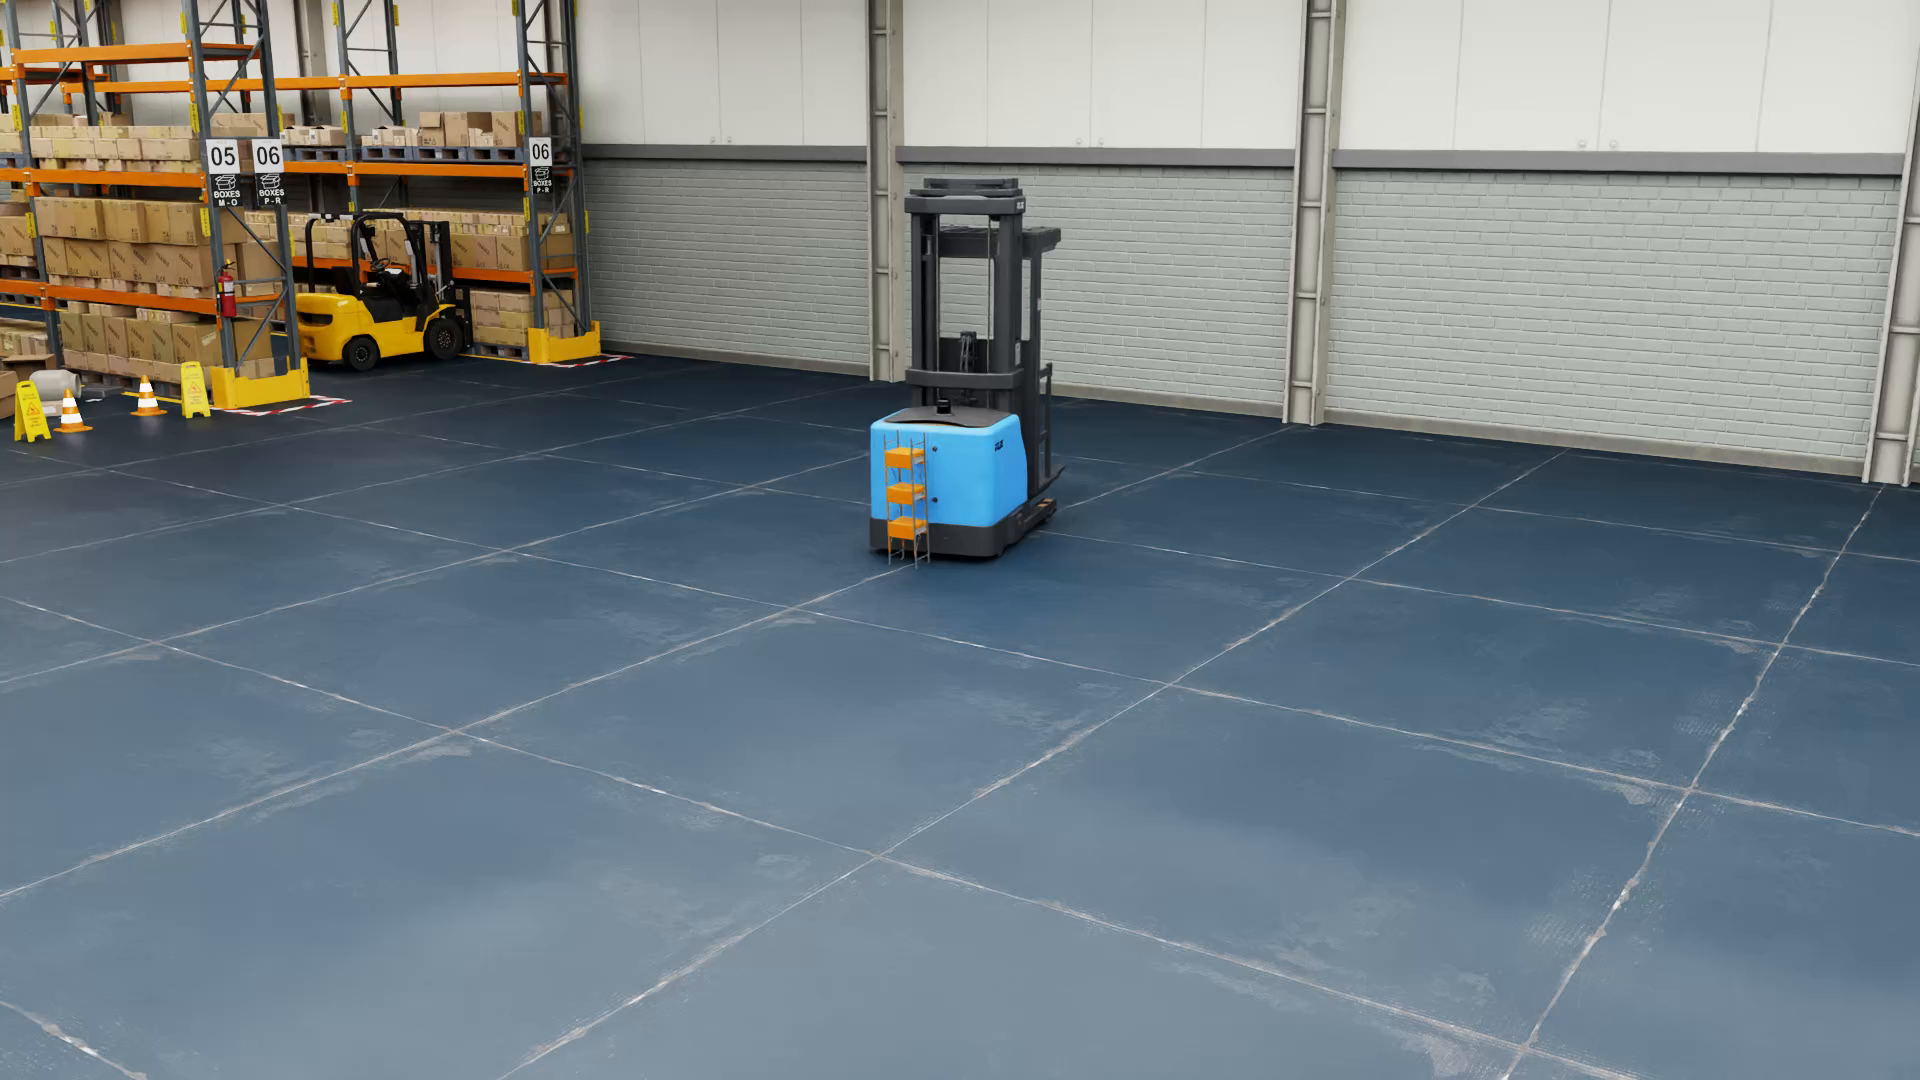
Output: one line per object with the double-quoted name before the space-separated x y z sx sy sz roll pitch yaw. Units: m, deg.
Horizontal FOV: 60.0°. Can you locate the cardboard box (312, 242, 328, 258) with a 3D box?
"cardboard box" -10.189 -4.708 26.914 0.500 0.250 0.500 9 17 32

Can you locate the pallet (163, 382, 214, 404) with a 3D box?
"pallet" -9.370 -1.946 21.243 1.213 0.211 1.003 9 17 33

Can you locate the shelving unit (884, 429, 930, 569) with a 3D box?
"shelving unit" -0.410 -0.315 12.888 0.252 1.050 0.215 8 19 31

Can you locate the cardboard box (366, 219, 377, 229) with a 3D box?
"cardboard box" -9.086 -4.968 26.091 0.250 0.149 0.380 9 16 32

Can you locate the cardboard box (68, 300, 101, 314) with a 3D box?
"cardboard box" -11.562 -3.096 22.024 0.250 0.149 0.380 9 17 34

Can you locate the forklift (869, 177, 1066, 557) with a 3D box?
"forklift" 0.216 -1.601 14.191 1.130 2.935 3.031 4 15 17

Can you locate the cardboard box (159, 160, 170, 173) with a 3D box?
"cardboard box" -9.531 -4.568 20.316 0.250 0.149 0.380 10 17 34

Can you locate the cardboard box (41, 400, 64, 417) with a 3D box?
"cardboard box" -10.867 -1.562 19.823 0.380 0.149 0.250 -7 15 -25

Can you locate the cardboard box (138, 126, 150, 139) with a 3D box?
"cardboard box" -9.893 -5.032 20.529 0.250 0.149 0.380 9 17 33

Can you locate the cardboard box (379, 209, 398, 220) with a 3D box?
"cardboard box" -8.828 -5.092 25.973 0.250 0.149 0.380 9 17 34

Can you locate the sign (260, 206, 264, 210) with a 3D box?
"sign" -12.216 -5.909 29.042 0.005 0.325 0.100 9 17 33

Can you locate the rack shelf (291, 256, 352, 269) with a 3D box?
"rack shelf" -10.864 -4.619 27.735 4.000 0.370 1.077 9 17 33

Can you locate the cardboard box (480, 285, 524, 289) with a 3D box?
"cardboard box" -7.004 -3.755 25.518 0.500 0.250 0.500 9 17 32

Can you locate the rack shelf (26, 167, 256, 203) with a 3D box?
"rack shelf" -10.312 -4.548 21.208 4.000 0.370 1.077 9 17 33

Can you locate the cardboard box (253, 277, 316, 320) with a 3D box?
"cardboard box" -11.467 -4.115 28.271 0.625 0.625 0.875 10 17 35

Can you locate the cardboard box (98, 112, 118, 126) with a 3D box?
"cardboard box" -15.550 -7.677 30.310 0.258 0.266 0.396 9 16 32

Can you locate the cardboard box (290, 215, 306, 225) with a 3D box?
"cardboard box" -10.688 -5.230 27.150 0.250 0.149 0.380 9 17 33

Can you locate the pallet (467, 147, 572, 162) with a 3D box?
"pallet" -6.457 -5.676 24.452 1.213 0.211 1.003 9 17 33

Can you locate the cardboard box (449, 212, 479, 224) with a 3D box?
"cardboard box" -7.415 -4.828 24.908 0.250 0.149 0.380 10 17 34

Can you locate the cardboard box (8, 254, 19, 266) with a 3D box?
"cardboard box" -12.761 -3.844 22.758 0.250 0.149 0.380 9 16 31

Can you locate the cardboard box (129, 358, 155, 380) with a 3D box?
"cardboard box" -10.336 -2.237 21.465 0.500 0.250 0.500 8 16 31

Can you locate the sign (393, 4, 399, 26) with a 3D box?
"sign" -8.874 -8.249 26.147 0.005 0.325 0.100 9 17 33

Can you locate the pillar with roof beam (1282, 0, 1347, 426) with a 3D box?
"pillar with roof beam" 1.595 -4.881 14.812 0.400 9.000 9.100 9 17 33

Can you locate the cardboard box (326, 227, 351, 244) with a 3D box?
"cardboard box" -9.754 -4.884 26.583 0.500 0.250 0.500 9 16 32

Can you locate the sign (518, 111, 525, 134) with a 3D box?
"sign" -6.199 -5.904 23.511 0.005 0.325 0.100 9 17 33

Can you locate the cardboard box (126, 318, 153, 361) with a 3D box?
"cardboard box" -10.312 -2.600 21.371 0.500 0.500 0.500 9 16 32

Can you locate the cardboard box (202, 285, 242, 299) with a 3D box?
"cardboard box" -9.082 -3.058 20.459 0.250 0.149 0.380 10 17 35

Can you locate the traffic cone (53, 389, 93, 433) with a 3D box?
"traffic cone" -10.066 -1.475 18.819 0.334 0.463 0.336 9 17 33

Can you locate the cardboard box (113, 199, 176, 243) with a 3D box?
"cardboard box" -10.094 -3.993 20.805 0.500 0.500 0.700 9 16 32

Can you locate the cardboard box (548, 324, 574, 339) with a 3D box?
"cardboard box" -6.183 -3.137 25.102 0.500 0.250 0.500 9 17 33

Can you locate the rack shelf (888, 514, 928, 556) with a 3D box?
"rack shelf" -0.402 -0.039 12.970 0.240 0.259 0.215 8 19 31

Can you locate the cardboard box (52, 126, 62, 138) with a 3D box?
"cardboard box" -11.446 -5.257 21.438 0.250 0.149 0.380 9 16 31

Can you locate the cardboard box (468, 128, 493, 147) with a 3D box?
"cardboard box" -6.953 -5.891 24.333 0.258 0.266 0.396 9 17 33

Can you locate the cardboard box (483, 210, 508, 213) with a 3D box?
"cardboard box" -7.062 -4.954 25.417 0.250 0.149 0.380 9 16 31

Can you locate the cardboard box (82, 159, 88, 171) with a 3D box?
"cardboard box" -10.995 -4.816 21.315 0.250 0.149 0.380 9 16 31

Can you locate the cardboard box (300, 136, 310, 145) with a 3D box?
"cardboard box" -10.286 -6.373 26.524 0.250 0.149 0.380 9 17 33

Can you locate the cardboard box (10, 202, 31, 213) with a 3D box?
"cardboard box" -13.123 -4.680 23.434 0.250 0.149 0.380 10 17 36

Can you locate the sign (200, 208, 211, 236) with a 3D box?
"sign" -8.979 -3.780 19.785 0.005 0.325 0.100 9 17 33

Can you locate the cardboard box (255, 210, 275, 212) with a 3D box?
"cardboard box" -11.861 -5.583 28.577 0.250 0.149 0.380 10 17 34

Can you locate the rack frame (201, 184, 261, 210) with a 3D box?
"rack frame" -12.523 -5.236 28.732 0.127 3.000 1.000 9 17 33

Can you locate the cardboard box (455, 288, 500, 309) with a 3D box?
"cardboard box" -7.292 -3.650 25.094 0.500 0.250 0.500 9 17 34

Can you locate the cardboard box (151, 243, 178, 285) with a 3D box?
"cardboard box" -9.669 -3.452 20.698 0.500 0.500 0.500 9 17 33

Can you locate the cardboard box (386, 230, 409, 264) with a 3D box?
"cardboard box" -8.540 -4.570 25.834 0.500 0.500 0.500 10 17 34

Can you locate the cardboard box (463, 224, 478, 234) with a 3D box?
"cardboard box" -7.186 -4.654 24.825 0.250 0.149 0.380 9 16 31

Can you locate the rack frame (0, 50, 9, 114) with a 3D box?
"rack frame" -19.161 -9.221 32.345 0.127 3.000 1.000 9 17 33

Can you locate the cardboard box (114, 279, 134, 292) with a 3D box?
"cardboard box" -10.608 -3.280 21.352 0.250 0.149 0.380 9 17 33

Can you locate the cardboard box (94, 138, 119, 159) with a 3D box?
"cardboard box" -10.497 -4.919 20.903 0.500 0.250 0.500 9 17 33

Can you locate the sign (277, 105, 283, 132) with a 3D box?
"sign" -8.349 -5.161 20.370 0.005 0.325 0.100 9 17 33

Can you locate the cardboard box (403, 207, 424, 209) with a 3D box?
"cardboard box" -8.585 -5.183 26.341 0.250 0.149 0.380 9 16 31
